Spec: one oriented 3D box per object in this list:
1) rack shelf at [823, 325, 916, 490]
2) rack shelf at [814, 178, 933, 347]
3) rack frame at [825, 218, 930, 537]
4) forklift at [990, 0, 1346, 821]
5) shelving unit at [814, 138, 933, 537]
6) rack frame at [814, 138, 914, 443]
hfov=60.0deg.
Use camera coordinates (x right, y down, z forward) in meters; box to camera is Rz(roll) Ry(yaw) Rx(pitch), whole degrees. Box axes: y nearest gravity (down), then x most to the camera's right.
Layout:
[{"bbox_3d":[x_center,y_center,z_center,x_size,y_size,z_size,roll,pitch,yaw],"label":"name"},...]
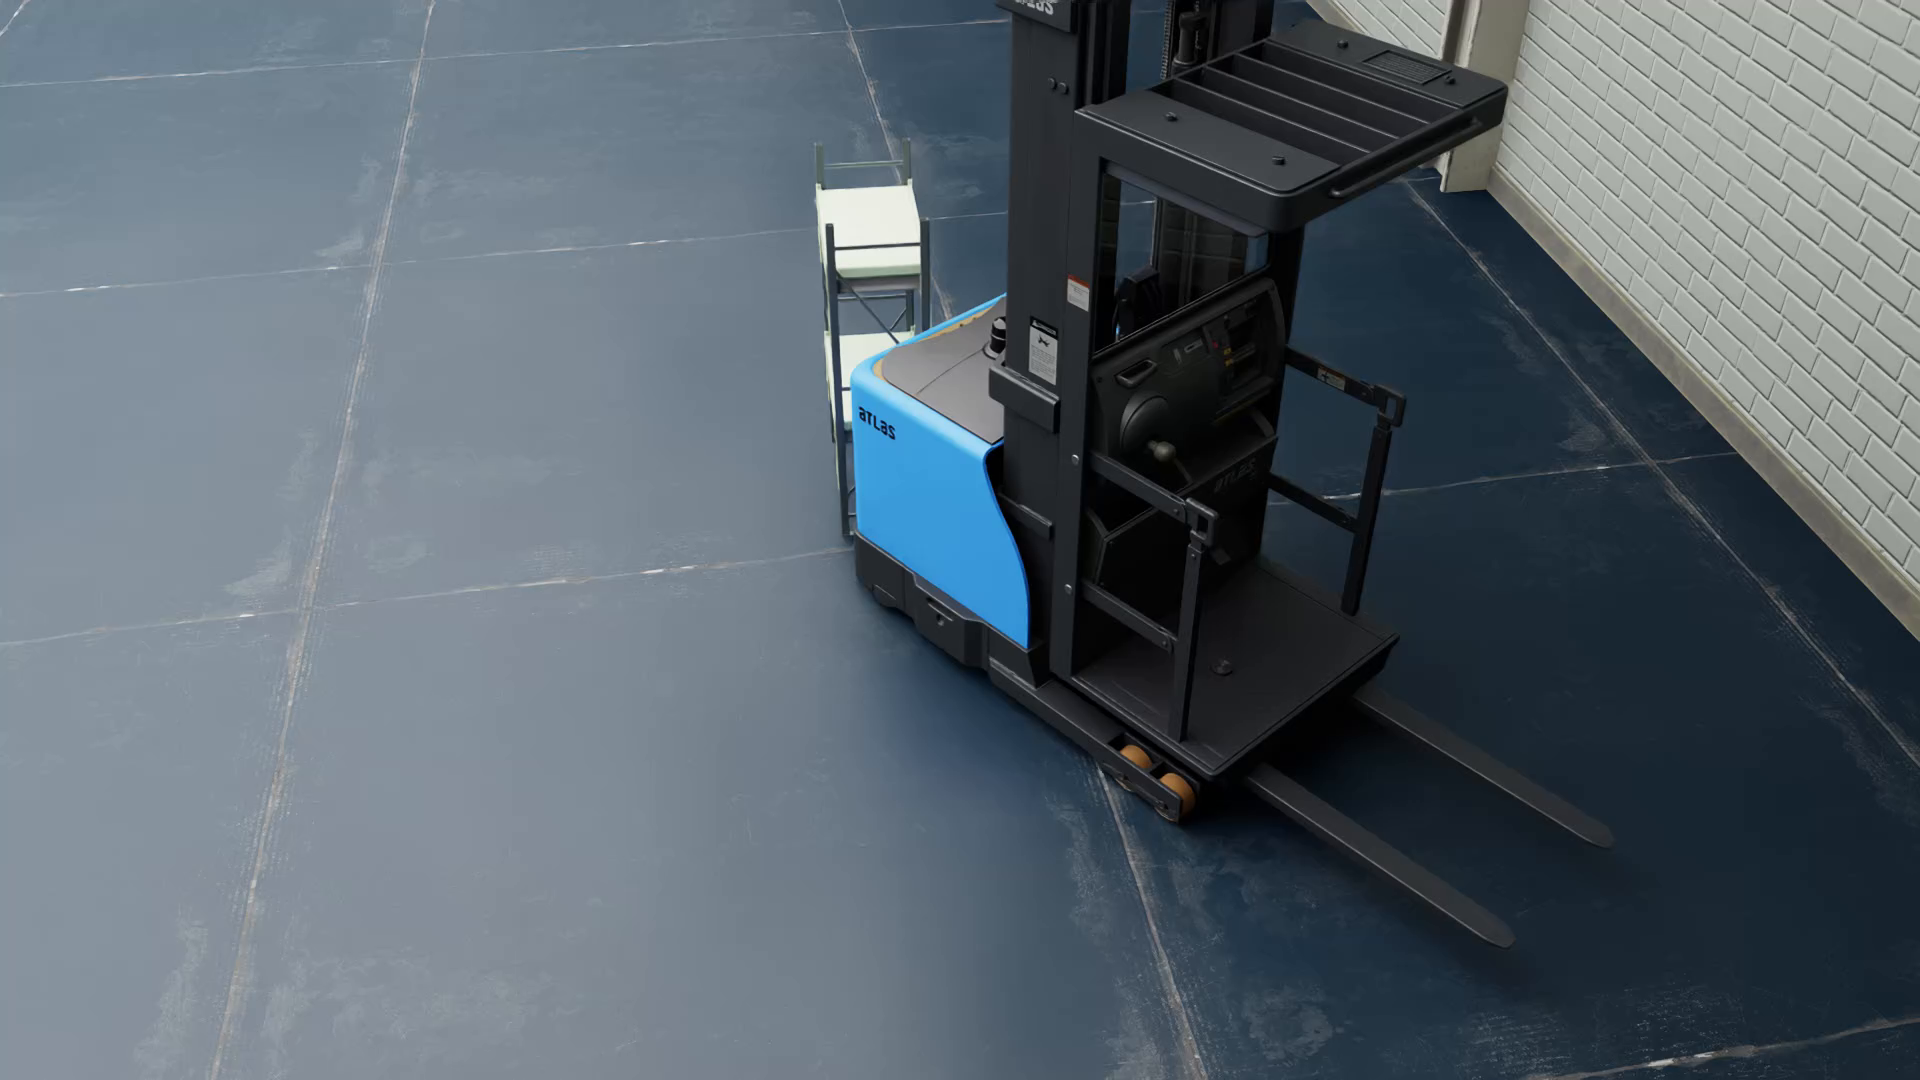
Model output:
[{"bbox_3d":[-0.363,-0.592,7.321,0.431,0.370,0.720,-4,38,-6],"label":"rack shelf"},{"bbox_3d":[-0.363,-1.158,6.882,0.431,0.370,0.720,-4,38,-6],"label":"rack shelf"},{"bbox_3d":[-0.319,-0.627,6.834,0.400,1.500,0.023,-4,38,-6],"label":"rack frame"},{"bbox_3d":[0.931,-0.511,5.519,1.121,2.935,3.031,-30,47,-33],"label":"forklift"},{"bbox_3d":[-0.363,-0.850,7.121,0.431,1.500,0.755,-4,38,-6],"label":"shelving unit"},{"bbox_3d":[-0.408,-1.073,7.408,0.400,1.500,0.023,-4,38,-6],"label":"rack frame"}]
